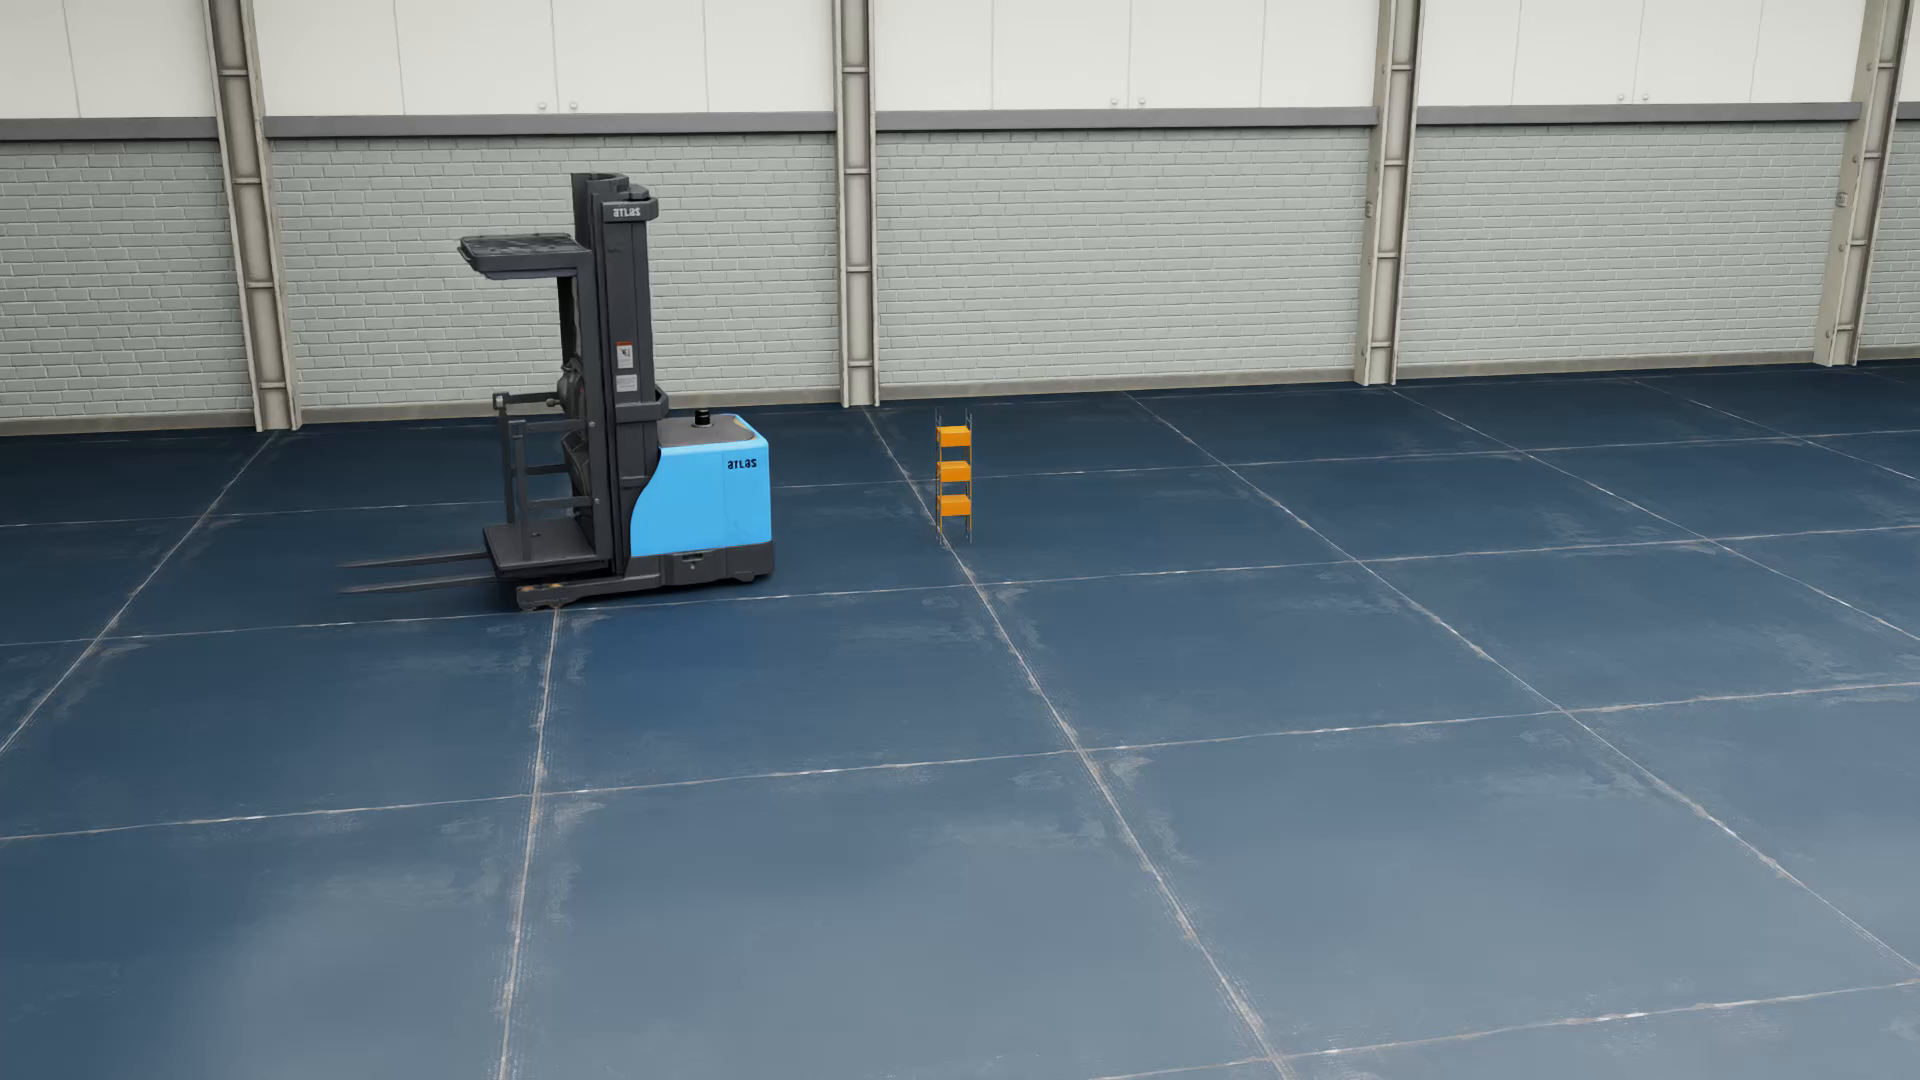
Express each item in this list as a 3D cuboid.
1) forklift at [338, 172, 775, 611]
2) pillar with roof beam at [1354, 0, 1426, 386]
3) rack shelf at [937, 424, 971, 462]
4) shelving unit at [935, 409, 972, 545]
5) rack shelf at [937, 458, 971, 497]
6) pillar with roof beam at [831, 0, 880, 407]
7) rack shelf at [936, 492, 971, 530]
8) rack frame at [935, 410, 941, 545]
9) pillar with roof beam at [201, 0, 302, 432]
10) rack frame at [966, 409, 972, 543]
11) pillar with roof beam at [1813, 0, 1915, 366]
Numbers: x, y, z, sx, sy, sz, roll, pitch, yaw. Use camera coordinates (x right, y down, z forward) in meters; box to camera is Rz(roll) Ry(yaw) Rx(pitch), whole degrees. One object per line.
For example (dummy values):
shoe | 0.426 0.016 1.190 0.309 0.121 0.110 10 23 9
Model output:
forklift | -2.947 -1.077 11.827 3.031 2.935 1.130 -6 18 -20
pillar with roof beam | 5.613 -4.885 13.891 0.400 9.000 9.100 -3 17 -10
rack shelf | -0.053 -0.760 13.068 0.240 0.259 0.215 -3 17 -10
shelving unit | -0.053 -0.499 13.148 0.252 1.050 0.215 -3 17 -10
rack shelf | -0.053 -0.489 13.151 0.240 0.259 0.215 -3 17 -10
pillar with roof beam | -0.278 -4.551 12.803 0.400 9.000 9.100 -3 17 -10
rack shelf | -0.053 -0.223 13.233 0.240 0.259 0.215 -3 17 -10
rack frame | -0.172 -0.492 13.126 0.008 1.050 0.200 -3 17 -10
pillar with roof beam | -6.169 -4.217 11.715 0.400 9.000 9.100 -3 17 -10
rack frame | 0.067 -0.506 13.170 0.008 1.050 0.200 -3 17 -10
pillar with roof beam | 11.504 -5.220 14.979 0.400 9.000 9.100 -3 17 -10
